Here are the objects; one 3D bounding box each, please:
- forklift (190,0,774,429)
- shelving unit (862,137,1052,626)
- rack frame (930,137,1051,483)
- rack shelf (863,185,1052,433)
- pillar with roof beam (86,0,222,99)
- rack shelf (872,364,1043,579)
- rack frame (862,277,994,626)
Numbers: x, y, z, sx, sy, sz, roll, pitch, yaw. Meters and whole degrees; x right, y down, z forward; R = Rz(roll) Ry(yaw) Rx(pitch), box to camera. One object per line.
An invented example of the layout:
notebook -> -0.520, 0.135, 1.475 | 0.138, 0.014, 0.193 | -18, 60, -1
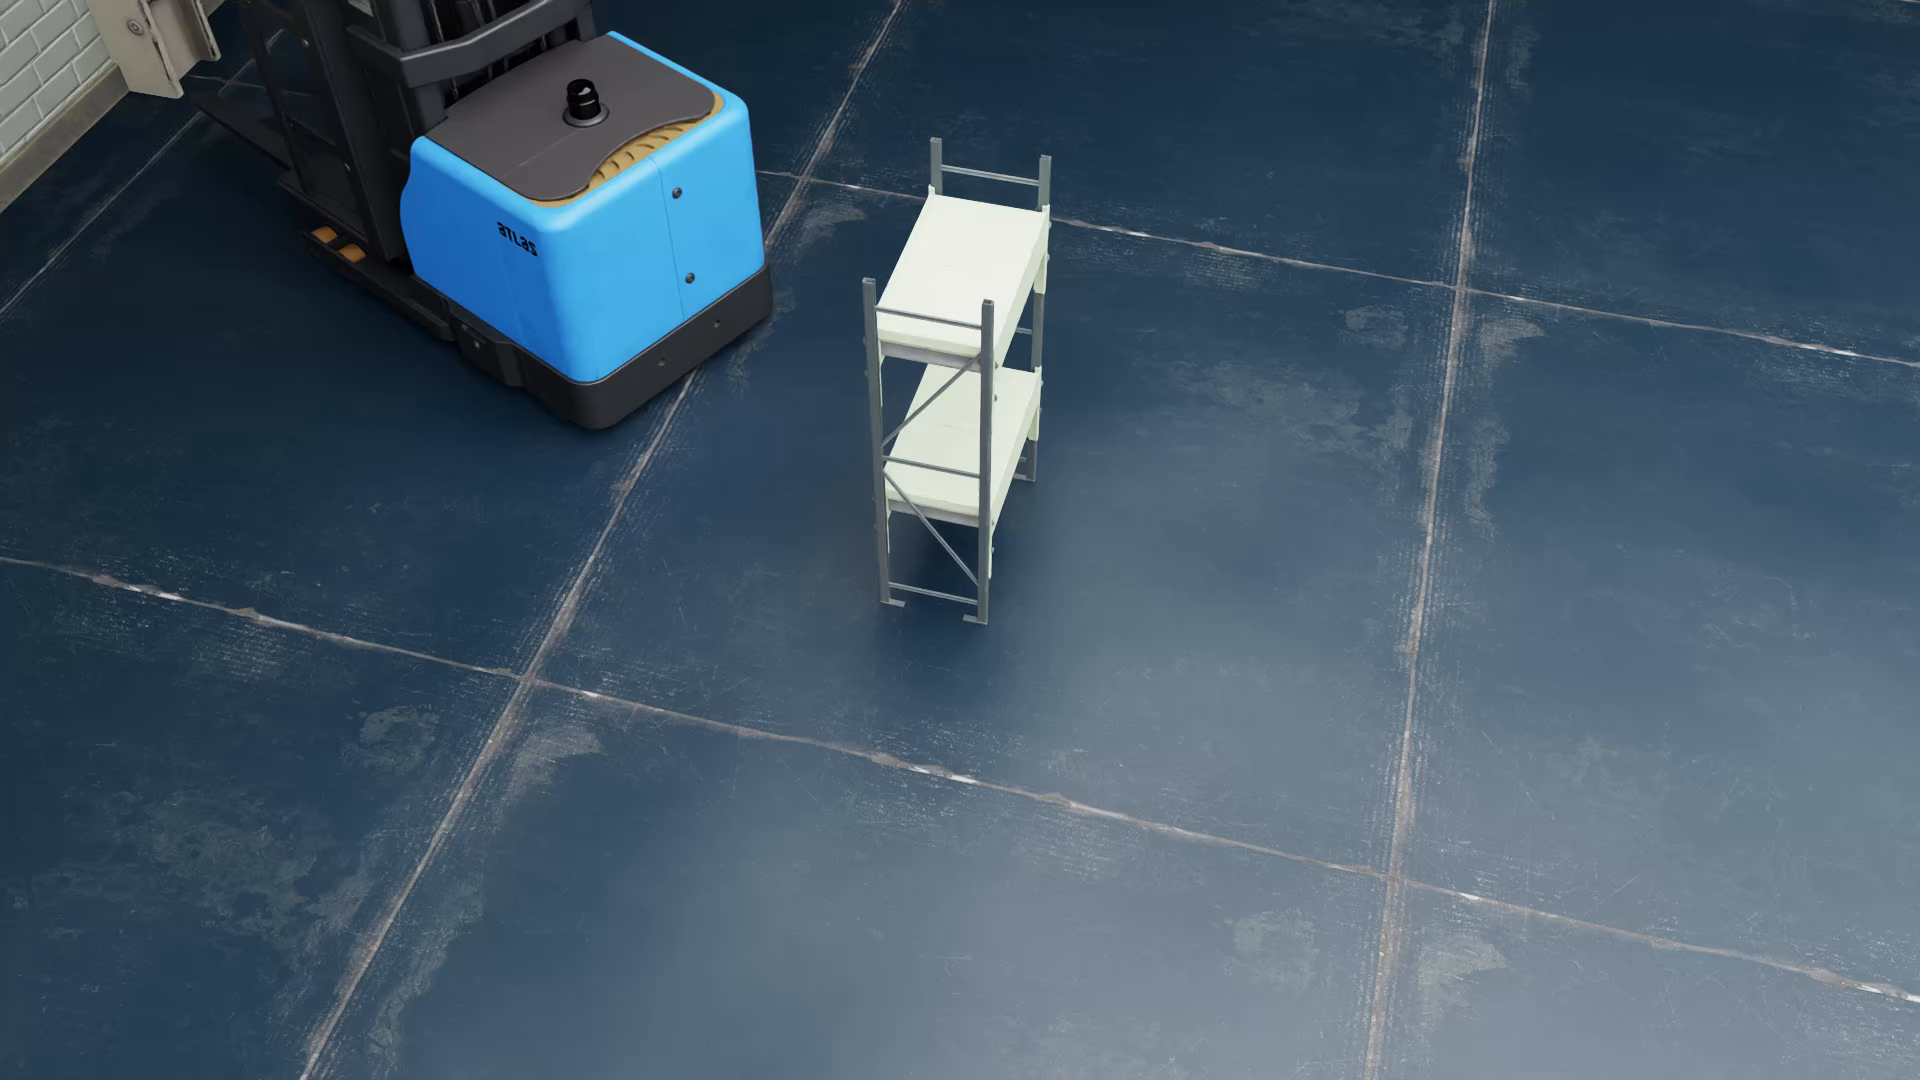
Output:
forklift -> -2.238, -2.359, 6.377 | 3.031, 2.935, 1.130 | 32, 56, 25
shelving unit -> 0.002, -0.501, 5.692 | 0.431, 1.500, 0.755 | 12, 50, 10
rack frame -> 0.098, -0.766, 5.926 | 0.400, 1.500, 0.023 | 12, 50, 10
rack shelf -> 0.002, -0.759, 5.399 | 0.431, 0.370, 0.720 | 12, 50, 10
pillar with roof beam -> 0.221, -4.466, 4.190 | 9.100, 9.000, 0.400 | 12, 50, 10
rack shelf -> 0.002, -0.285, 5.936 | 0.431, 0.370, 0.720 | 12, 50, 10
rack frame -> -0.095, -0.236, 5.458 | 0.400, 1.500, 0.023 | 12, 50, 10
